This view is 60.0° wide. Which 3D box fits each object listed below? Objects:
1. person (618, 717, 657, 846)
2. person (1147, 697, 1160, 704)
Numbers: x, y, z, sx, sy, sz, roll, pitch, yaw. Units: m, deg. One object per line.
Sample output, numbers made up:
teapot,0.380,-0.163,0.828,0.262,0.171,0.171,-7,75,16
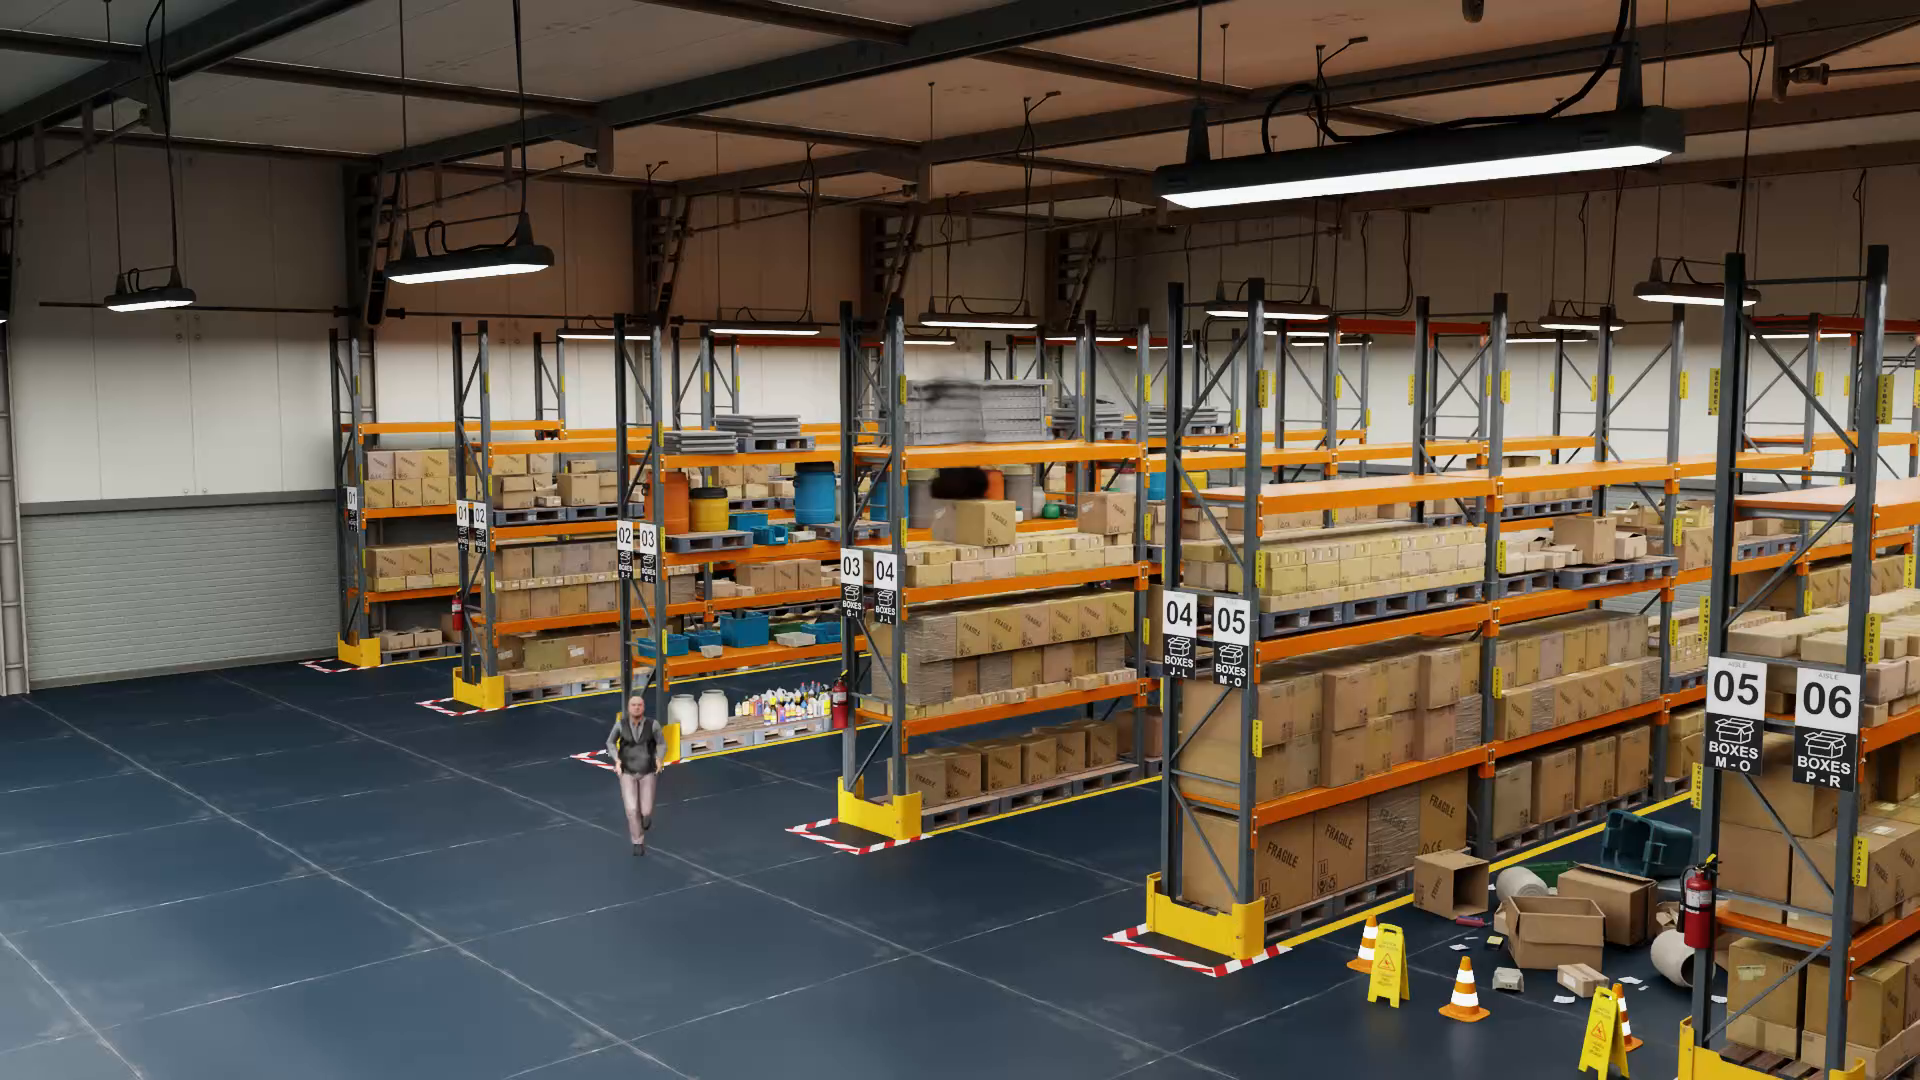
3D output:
person,-3.522,2.621,18.200,0.447,1.400,0.640,-1,6,-11
person,2.986,1.896,25.441,0.434,1.477,0.712,4,7,37
